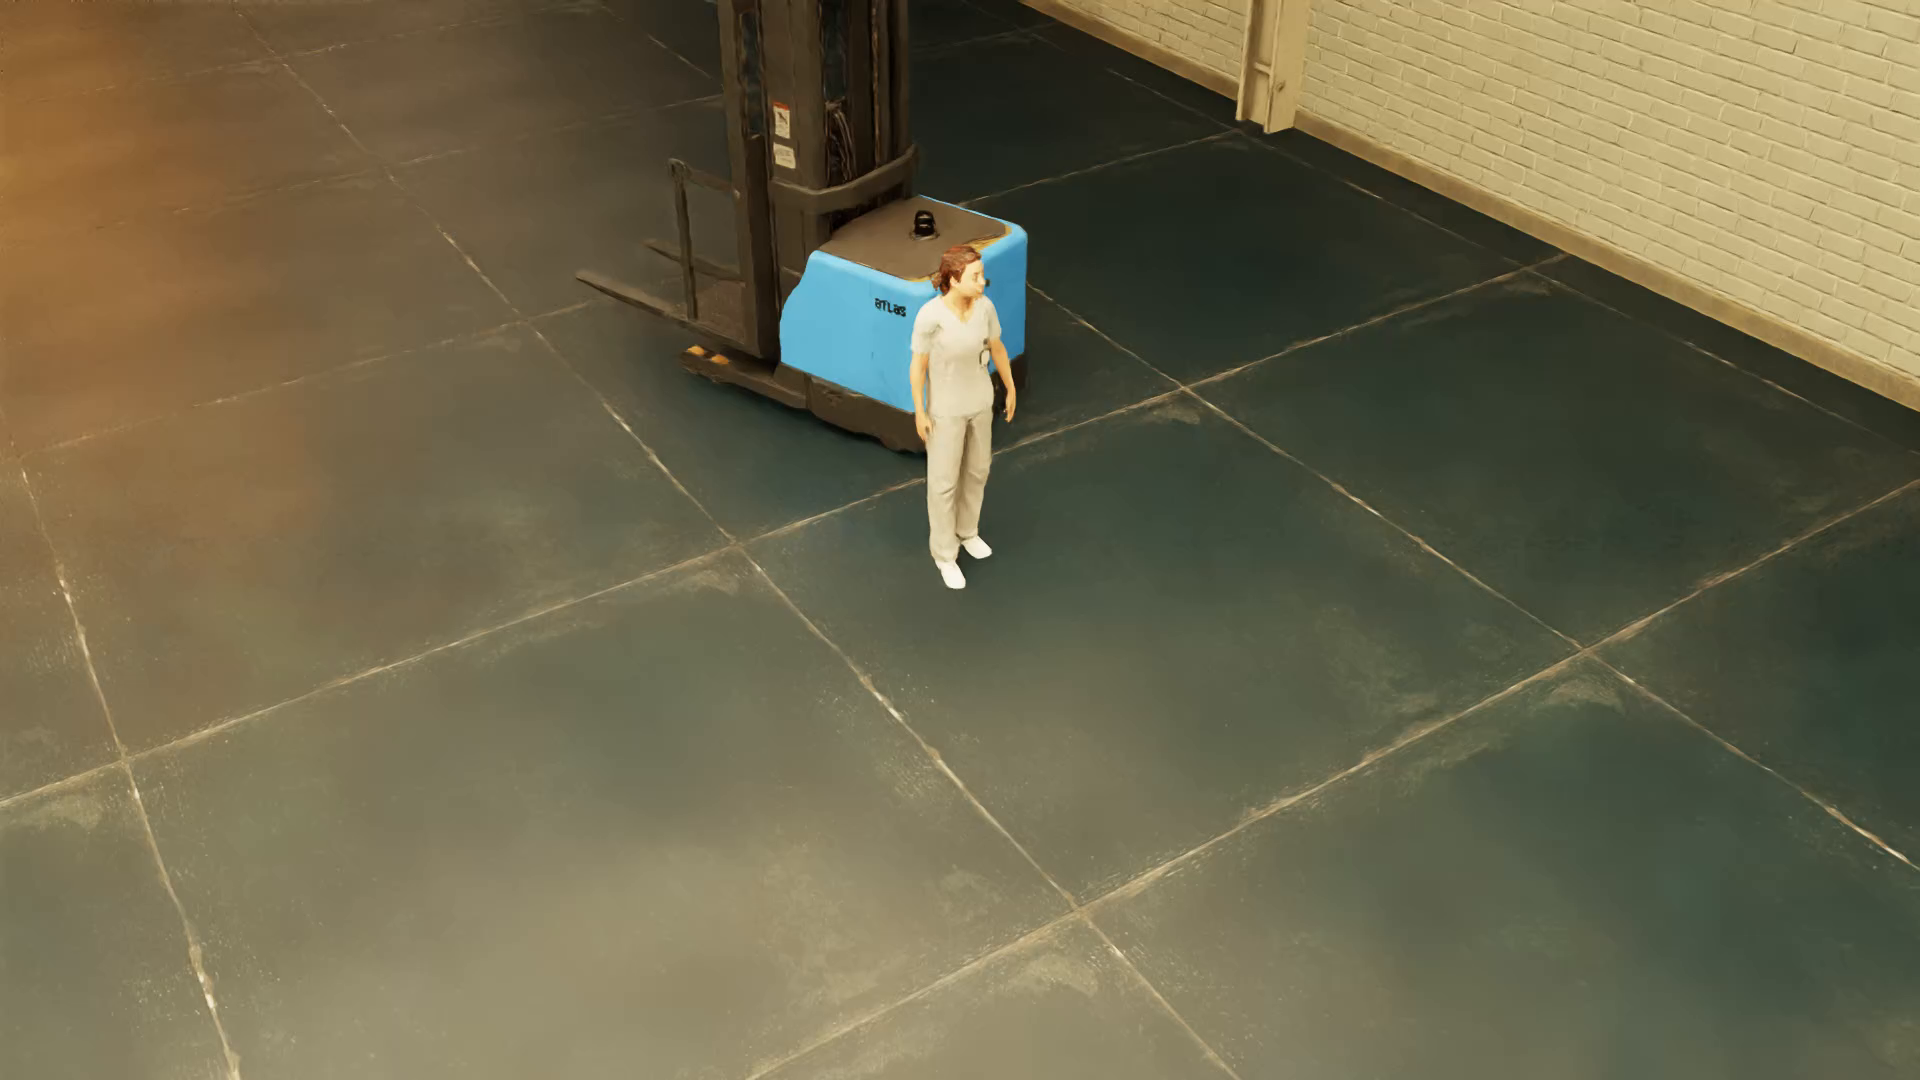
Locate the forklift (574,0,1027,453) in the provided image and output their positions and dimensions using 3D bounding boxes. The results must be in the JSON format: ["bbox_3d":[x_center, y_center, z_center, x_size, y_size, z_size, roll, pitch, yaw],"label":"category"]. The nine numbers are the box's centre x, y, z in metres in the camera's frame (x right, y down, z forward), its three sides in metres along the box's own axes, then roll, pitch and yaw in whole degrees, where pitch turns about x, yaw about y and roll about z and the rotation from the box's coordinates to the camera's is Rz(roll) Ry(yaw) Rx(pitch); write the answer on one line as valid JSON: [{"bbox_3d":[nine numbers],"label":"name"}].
[{"bbox_3d":[-1.088,-2.366,9.515,3.031,2.935,1.130,23,41,29],"label":"forklift"}]

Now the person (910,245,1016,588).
[{"bbox_3d":[0.050,-0.613,8.132,0.549,1.654,0.503,-21,40,-27],"label":"person"}]
